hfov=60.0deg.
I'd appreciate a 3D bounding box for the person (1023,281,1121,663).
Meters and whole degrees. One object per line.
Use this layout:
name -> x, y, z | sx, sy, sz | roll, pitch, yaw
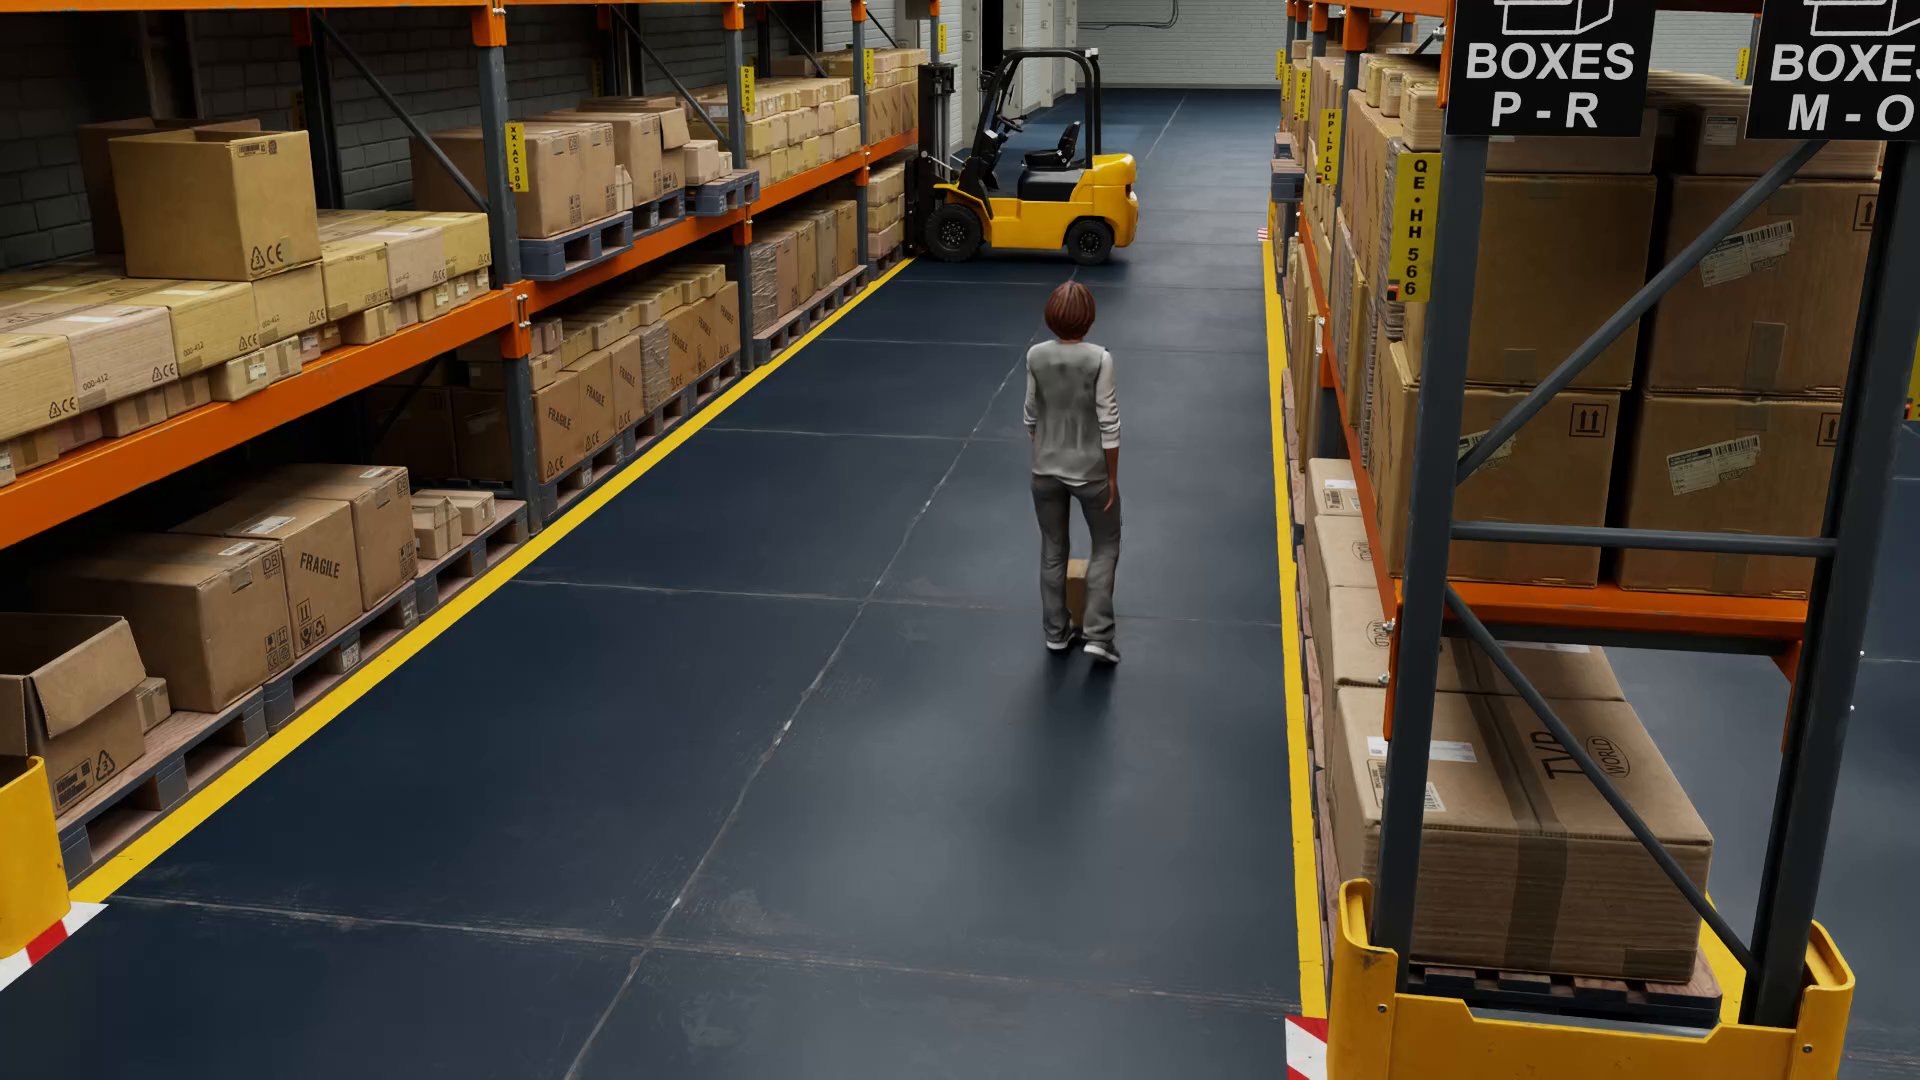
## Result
person -> 0.476, -0.266, 6.882 | 0.438, 1.638, 0.434 | 7, 19, 19
